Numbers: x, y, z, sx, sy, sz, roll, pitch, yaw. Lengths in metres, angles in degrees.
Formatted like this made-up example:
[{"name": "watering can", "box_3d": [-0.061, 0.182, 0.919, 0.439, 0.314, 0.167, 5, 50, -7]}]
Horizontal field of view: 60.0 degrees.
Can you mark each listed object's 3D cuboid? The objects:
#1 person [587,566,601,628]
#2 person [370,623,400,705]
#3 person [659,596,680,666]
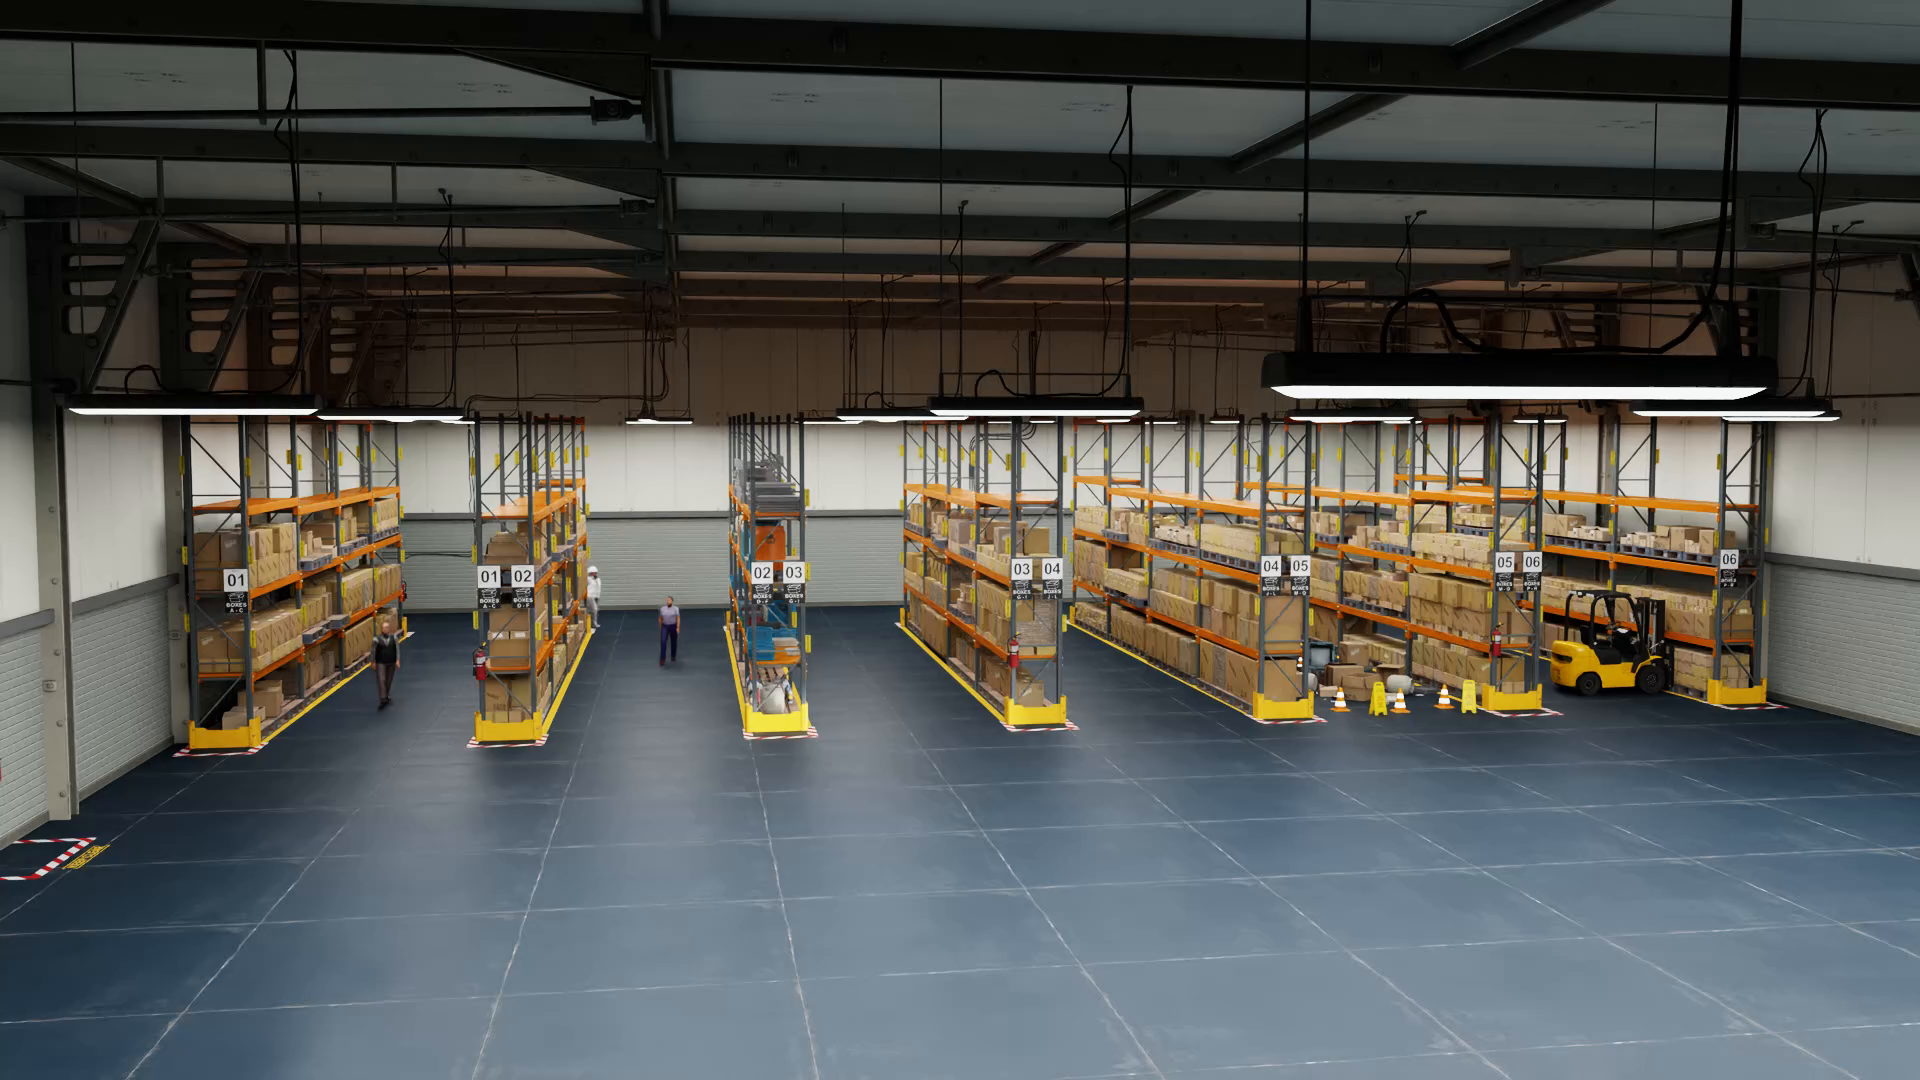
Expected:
[{"name": "person", "box_3d": [-10.535, 1.615, 47.533, 0.854, 1.746, 0.542, 2, 4, 29]}, {"name": "person", "box_3d": [-11.791, 2.537, 34.201, 0.570, 1.663, 1.054, -3, 5, -38]}, {"name": "person", "box_3d": [-7.037, 2.168, 40.253, 0.519, 1.630, 0.887, 0, 4, -7]}]
